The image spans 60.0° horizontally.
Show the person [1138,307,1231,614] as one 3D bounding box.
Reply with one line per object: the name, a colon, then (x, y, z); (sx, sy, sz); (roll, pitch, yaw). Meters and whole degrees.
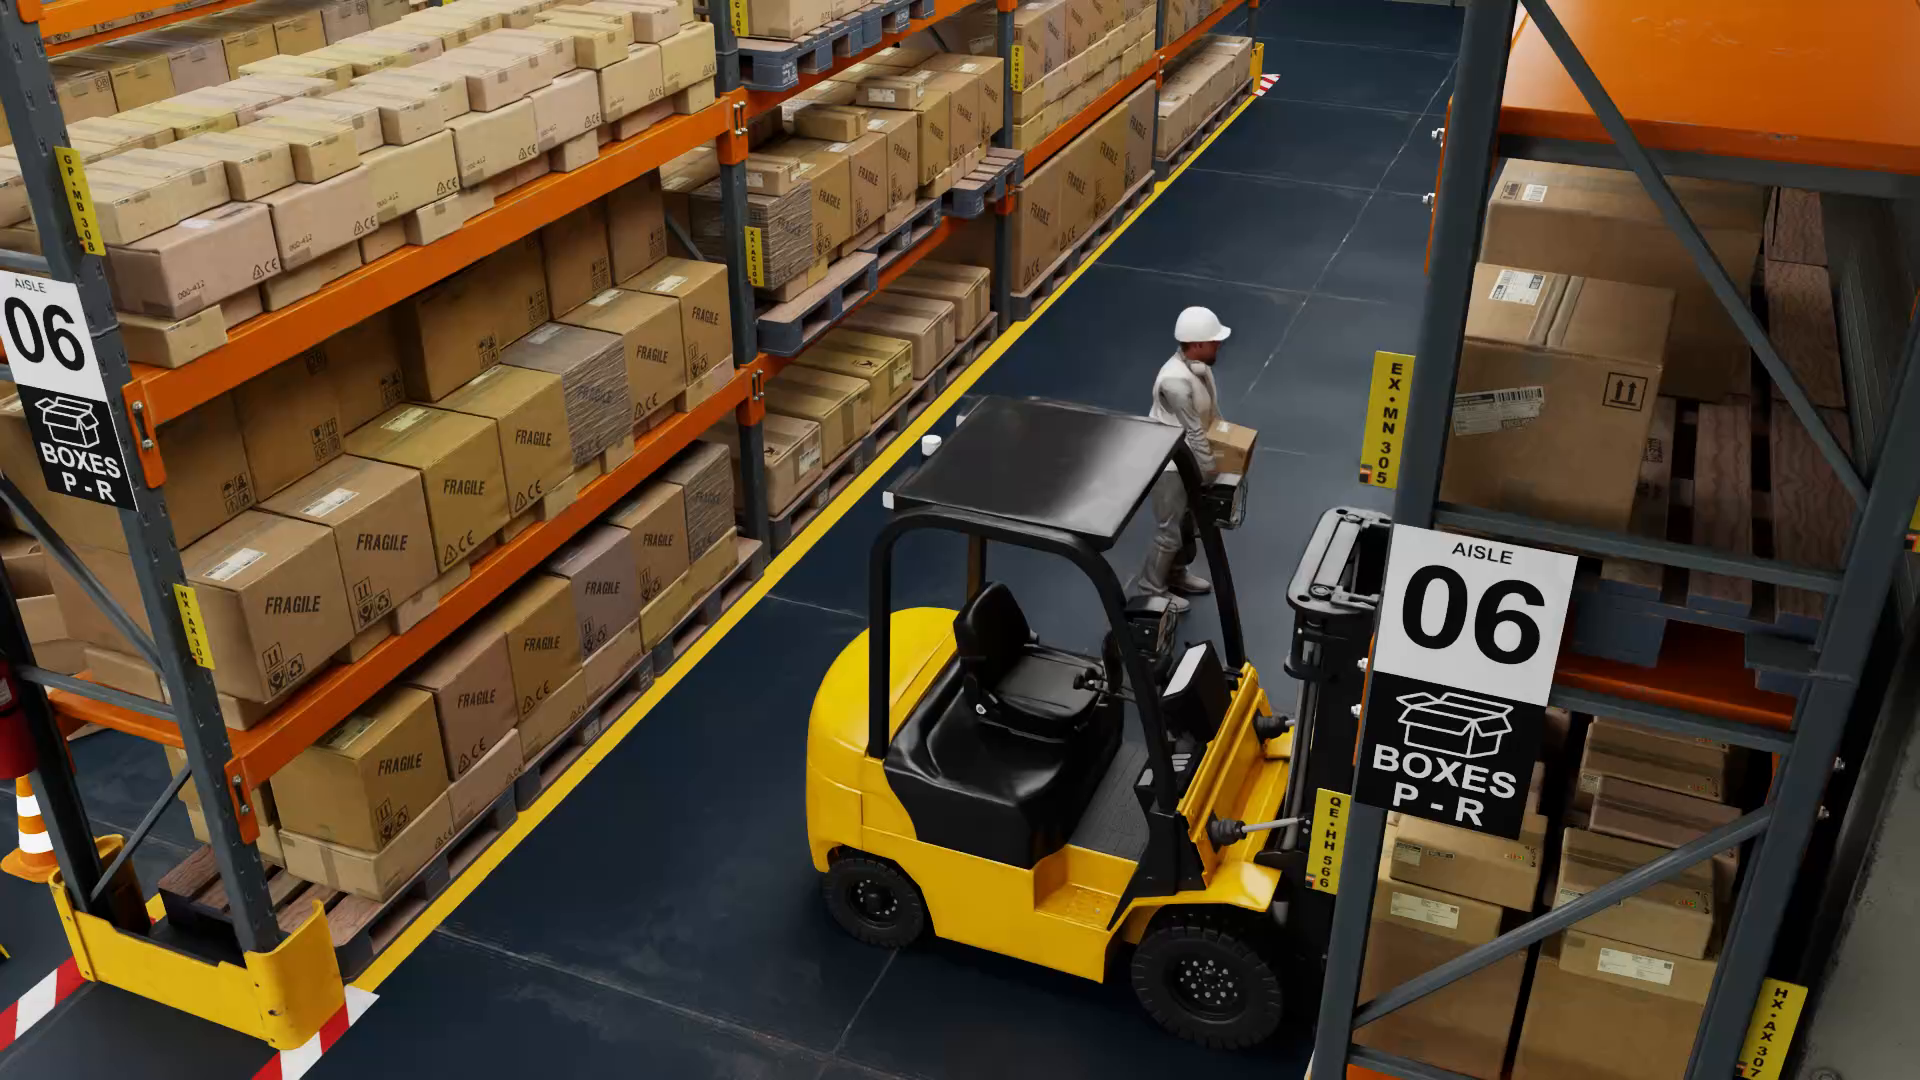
person: (1.273, -0.449, 9.180); (0.567, 1.768, 0.491); (11, 31, 18)
